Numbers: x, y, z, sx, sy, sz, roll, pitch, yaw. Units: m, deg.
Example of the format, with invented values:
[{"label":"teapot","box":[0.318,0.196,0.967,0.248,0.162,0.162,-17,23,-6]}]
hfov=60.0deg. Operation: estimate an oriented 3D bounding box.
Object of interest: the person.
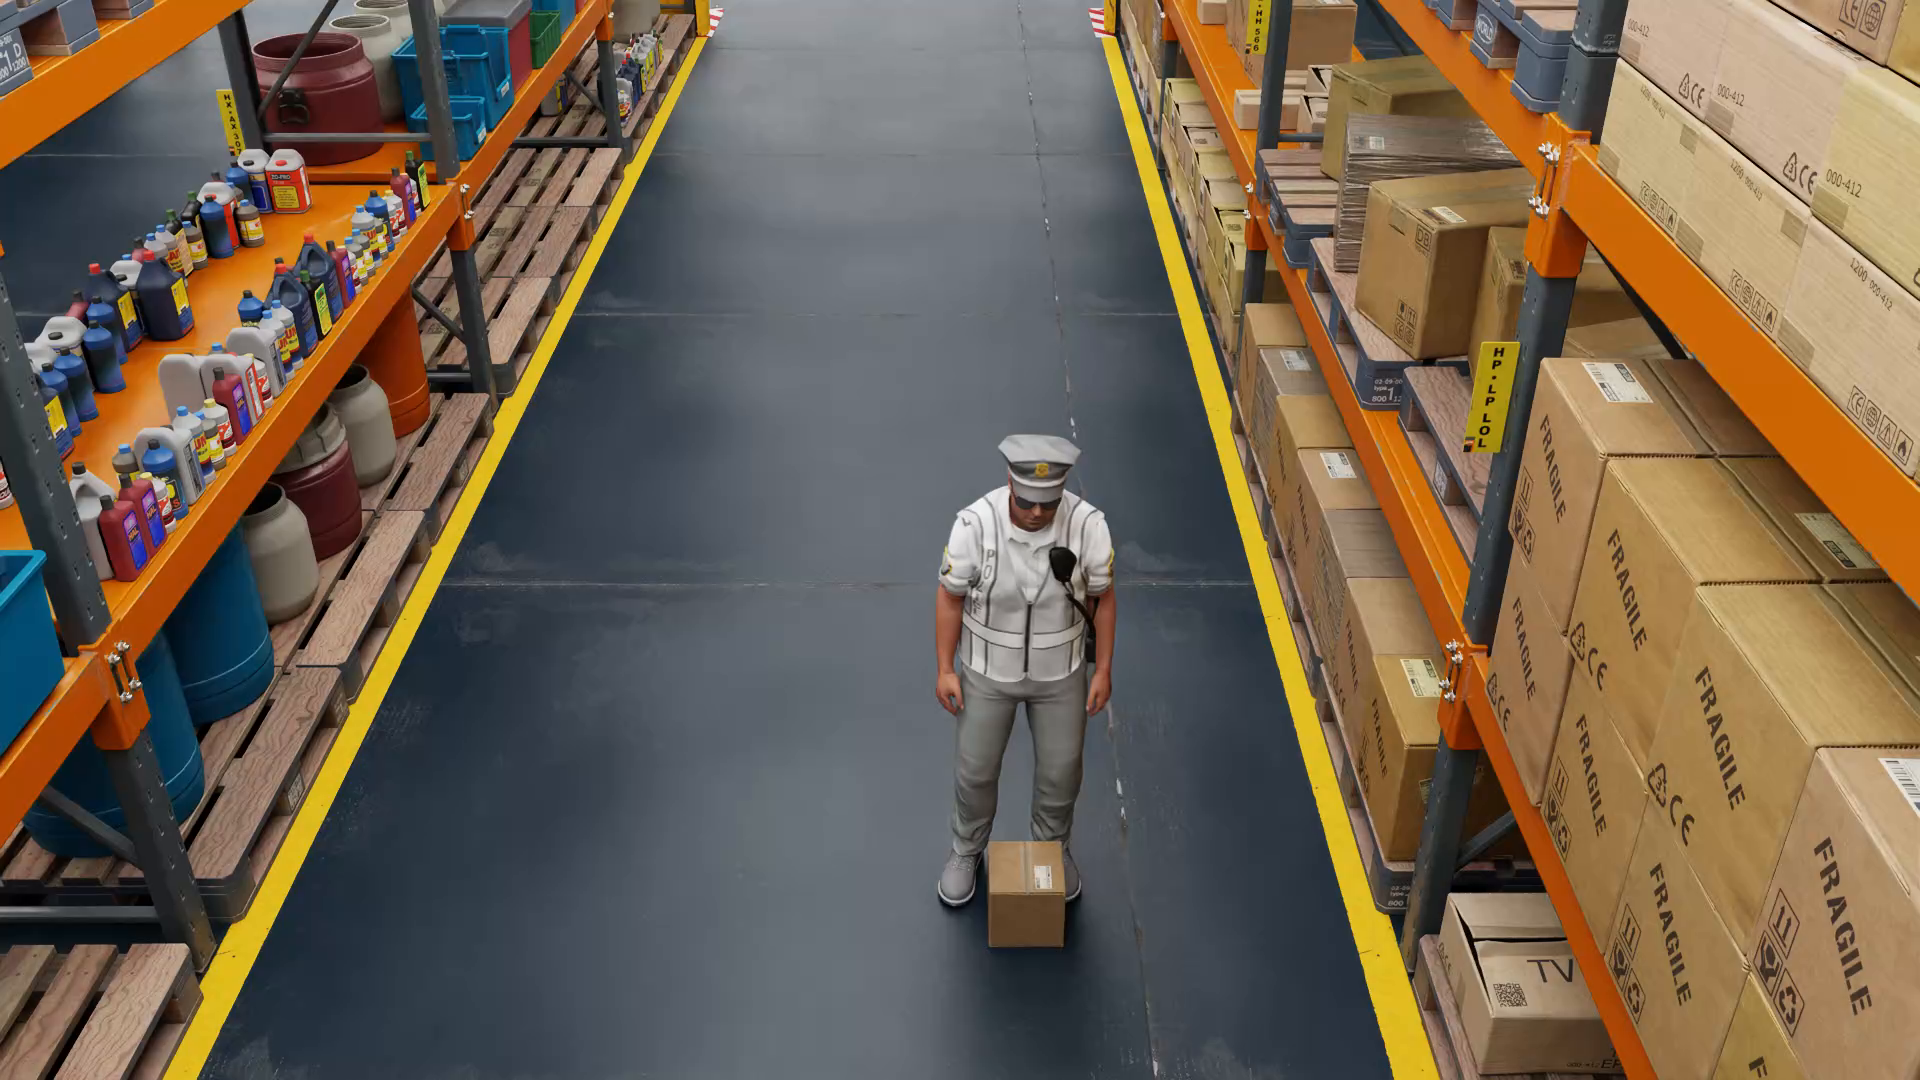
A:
[{"label":"person","box":[0.211,0.411,5.451,0.585,1.748,0.432,0,31,0]}]
